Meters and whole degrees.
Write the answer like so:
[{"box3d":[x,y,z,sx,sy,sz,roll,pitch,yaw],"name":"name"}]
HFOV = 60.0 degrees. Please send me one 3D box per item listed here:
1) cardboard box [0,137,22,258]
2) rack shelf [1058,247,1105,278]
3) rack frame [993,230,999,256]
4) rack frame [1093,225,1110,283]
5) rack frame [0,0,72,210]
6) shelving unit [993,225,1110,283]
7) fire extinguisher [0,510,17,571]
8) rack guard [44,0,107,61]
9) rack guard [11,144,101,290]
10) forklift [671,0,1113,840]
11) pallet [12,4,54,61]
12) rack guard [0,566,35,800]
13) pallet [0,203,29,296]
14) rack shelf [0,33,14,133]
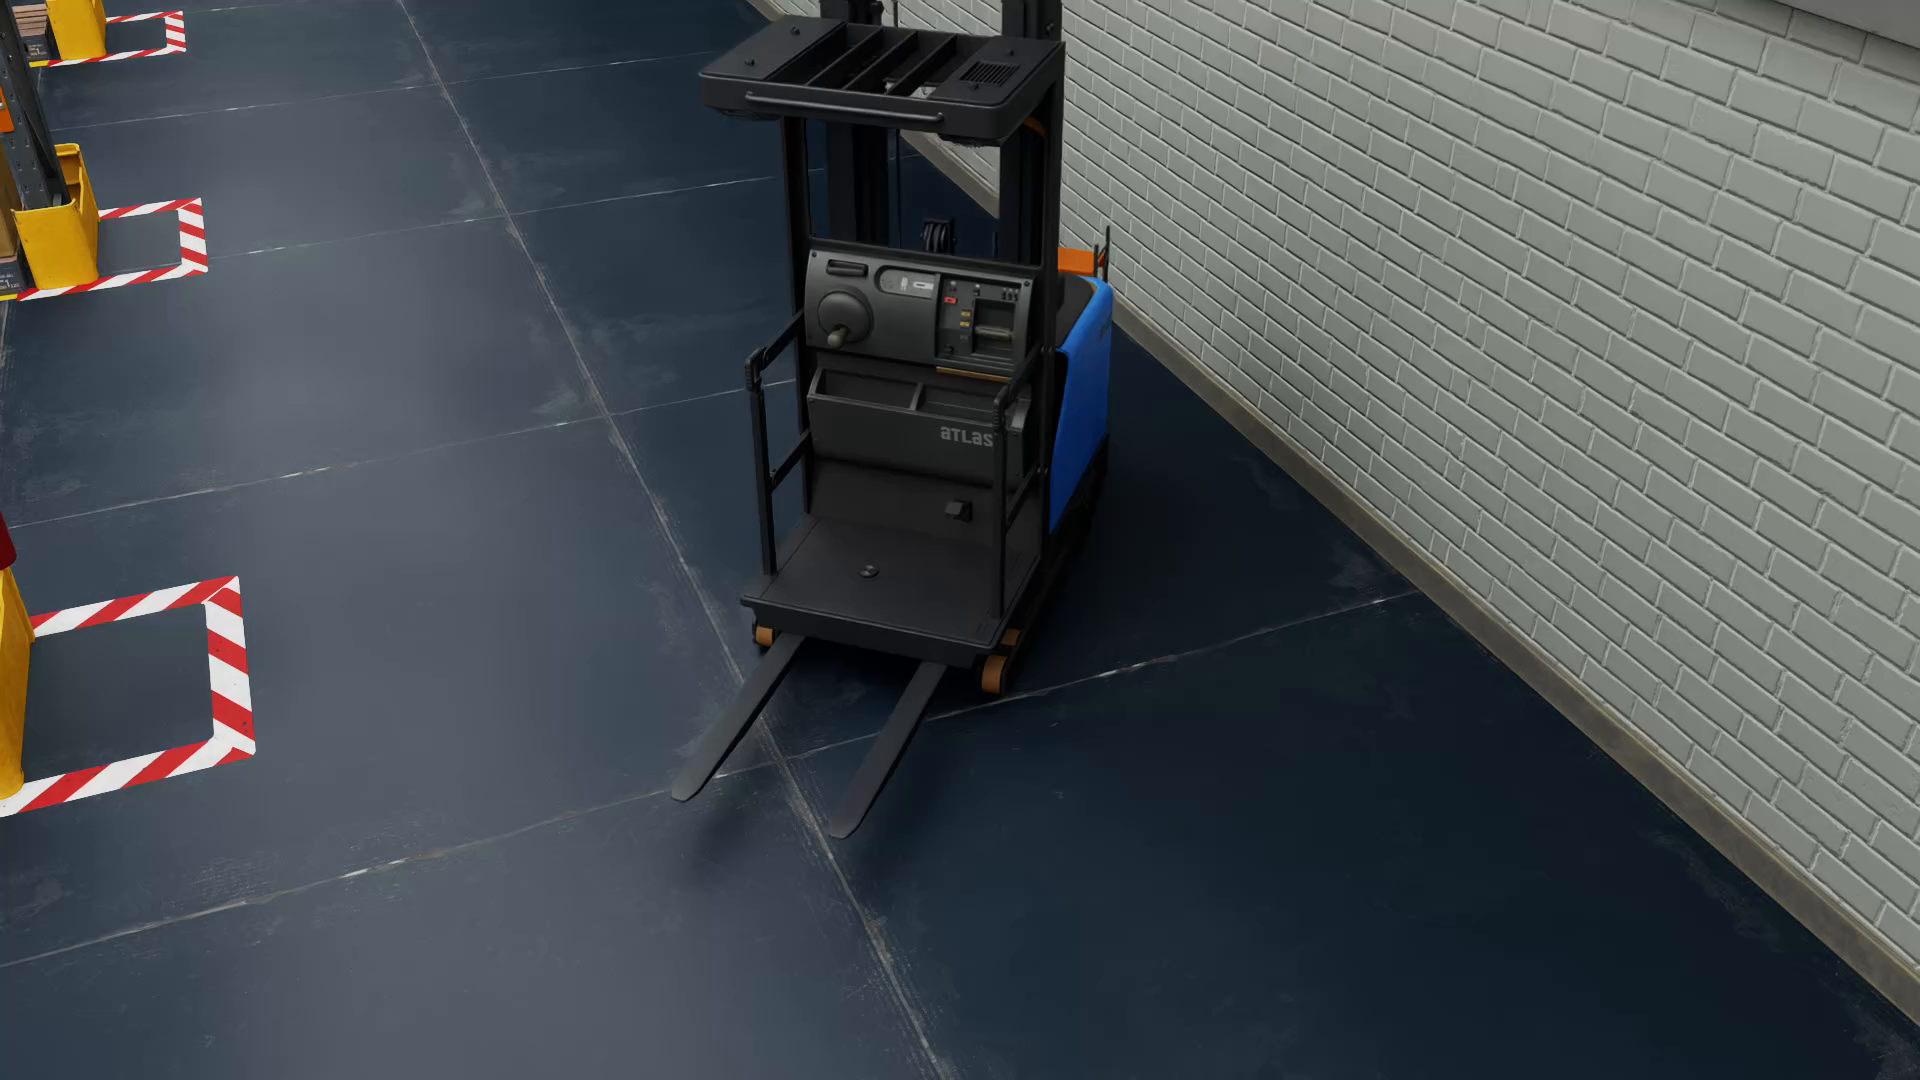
[{"box3d":[-6.238,-2.195,9.936,0.875,0.875,0.875,-13,35,-19],"name":"cardboard box"},{"box3d":[0.432,-1.287,7.906,0.480,0.148,0.258,10,34,15],"name":"rack shelf"},{"box3d":[0.200,-0.999,8.185,0.015,1.200,0.240,10,34,15],"name":"rack frame"},{"box3d":[0.663,-0.915,8.055,0.015,1.200,0.240,10,34,15],"name":"rack frame"},{"box3d":[-5.679,-3.085,9.741,0.127,3.000,1.000,-13,35,-19],"name":"rack frame"},{"box3d":[0.431,-0.957,8.120,0.503,1.200,0.258,10,34,15],"name":"shelving unit"},{"box3d":[-3.441,-0.202,5.723,0.183,0.674,0.296,-13,35,-19],"name":"fire extinguisher"},{"box3d":[-7.579,-4.540,14.268,0.348,0.500,1.175,-13,35,-19],"name":"rack guard"},{"box3d":[-5.657,-2.042,10.431,0.348,0.500,1.175,-13,35,-19],"name":"rack guard"},{"box3d":[-0.235,-0.847,6.365,1.130,2.935,3.031,10,34,15],"name":"forklift"},{"box3d":[-8.372,-4.252,14.092,1.213,0.211,1.003,-13,35,-19],"name":"pallet"},{"box3d":[-3.922,0.494,6.532,0.348,0.500,1.175,-13,35,-19],"name":"rack guard"},{"box3d":[-6.386,-1.708,10.182,1.213,0.211,1.003,-13,35,-19],"name":"pallet"},{"box3d":[-7.523,-2.361,9.288,4.000,0.370,1.077,-13,35,-19],"name":"rack shelf"}]
